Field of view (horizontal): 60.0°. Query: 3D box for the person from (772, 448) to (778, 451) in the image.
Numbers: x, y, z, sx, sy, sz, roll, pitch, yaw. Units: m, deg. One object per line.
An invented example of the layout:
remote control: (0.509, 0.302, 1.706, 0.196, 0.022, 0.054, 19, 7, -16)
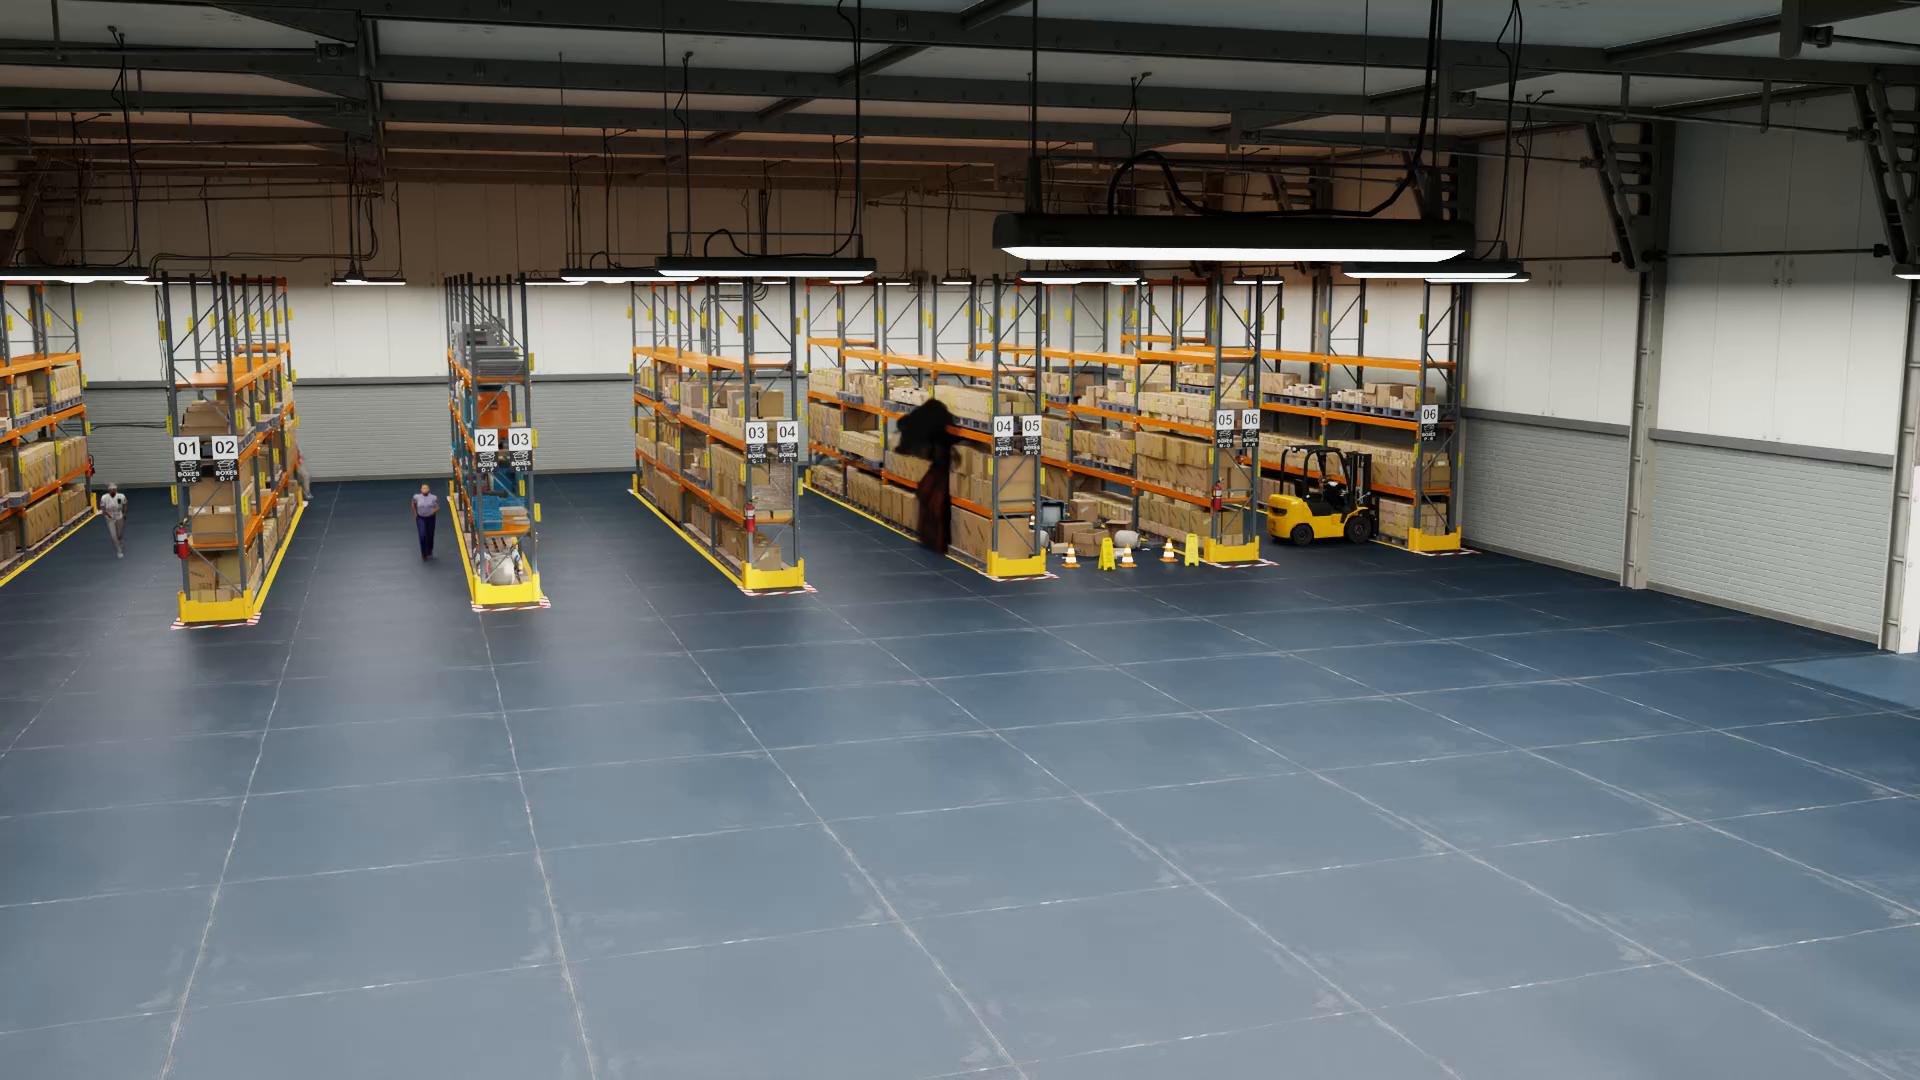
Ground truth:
person: (-5.395, -2.254, 47.105, 0.695, 1.715, 0.650, -2, 9, -11)

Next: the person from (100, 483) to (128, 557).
person: (-18.194, -0.454, 35.818, 0.539, 1.631, 0.719, -4, 9, -22)

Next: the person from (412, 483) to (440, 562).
person: (-11.315, -0.374, 35.282, 0.536, 1.702, 0.864, -4, 10, -25)

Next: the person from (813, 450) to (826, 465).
person: (-4.098, -2.588, 49.543, 0.546, 1.718, 0.765, 0, 9, 0)

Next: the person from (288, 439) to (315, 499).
person: (-18.127, -1.940, 45.308, 0.834, 1.777, 0.665, 0, 9, -3)
